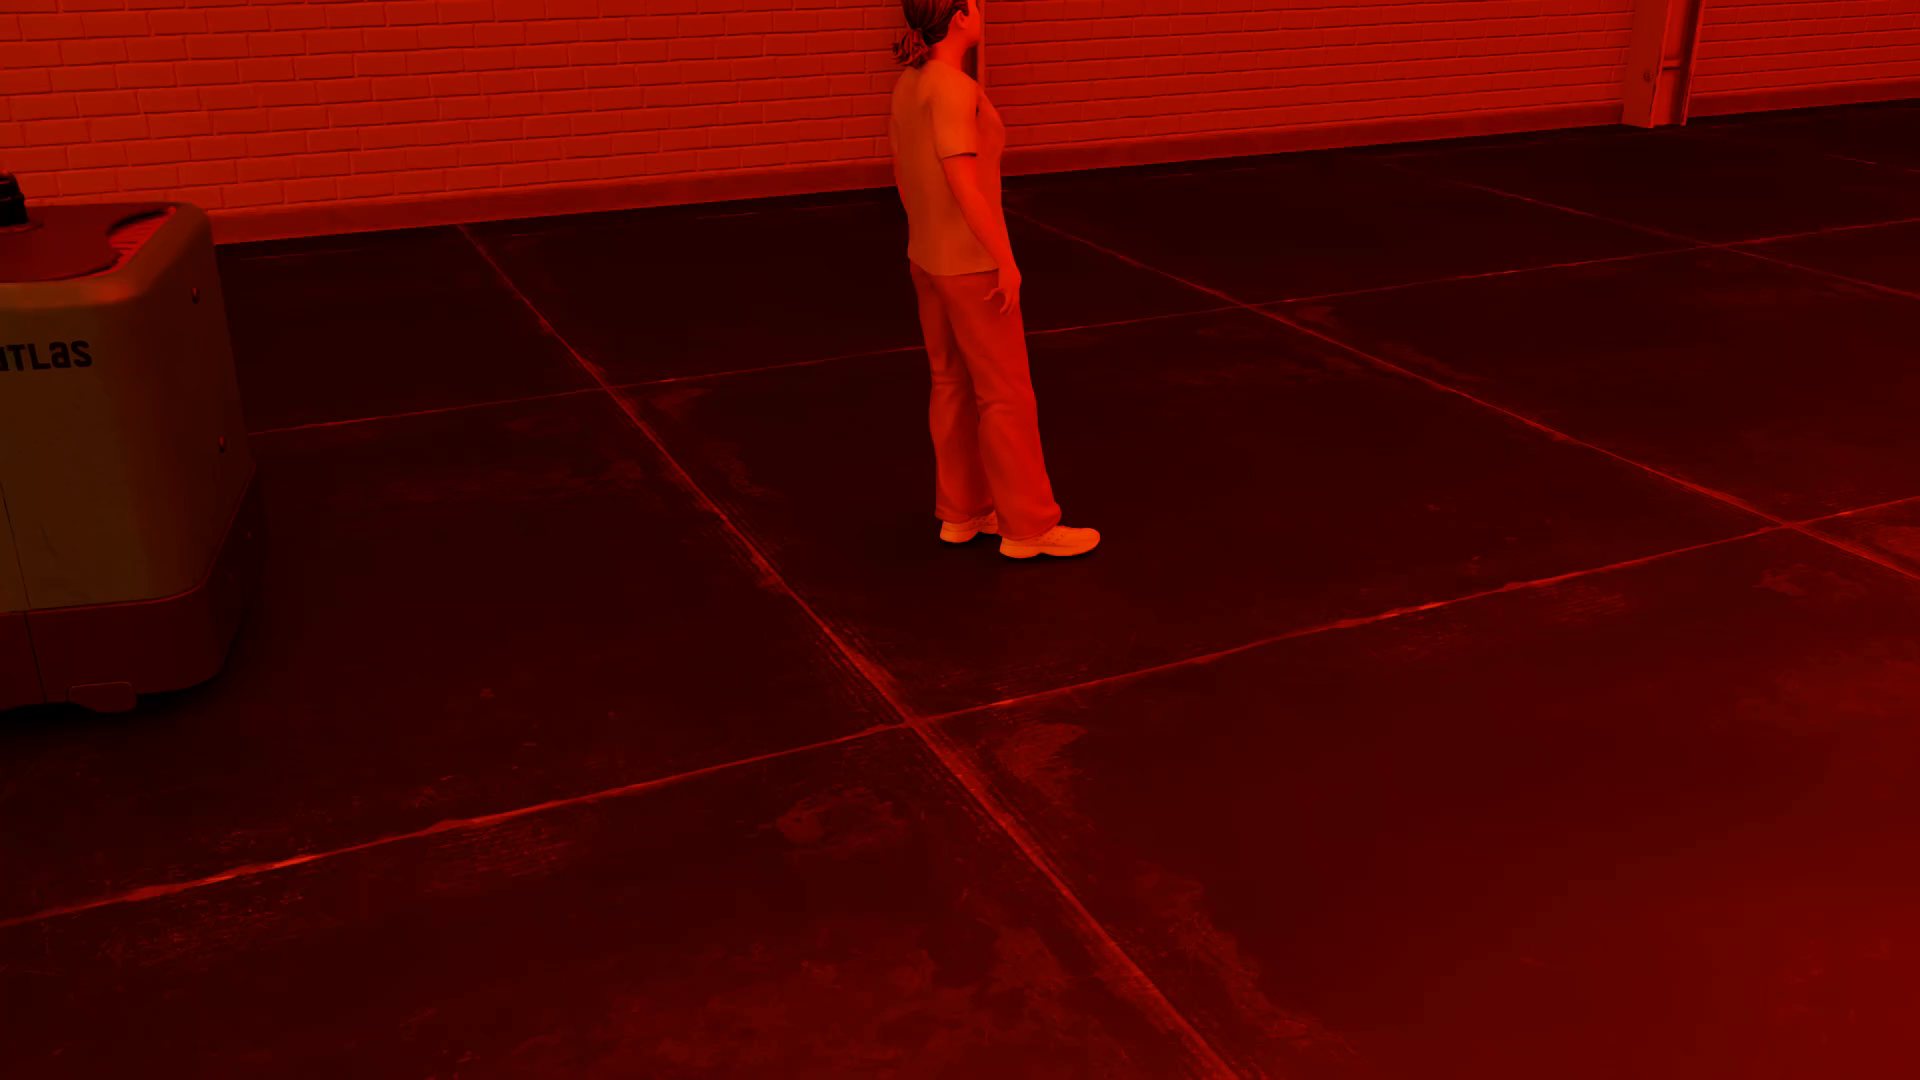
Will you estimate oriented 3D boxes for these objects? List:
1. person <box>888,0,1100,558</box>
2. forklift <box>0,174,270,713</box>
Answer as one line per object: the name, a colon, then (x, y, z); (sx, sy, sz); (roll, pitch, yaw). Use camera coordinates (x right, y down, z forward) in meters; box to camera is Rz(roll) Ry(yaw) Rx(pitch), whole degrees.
person: (0.072, -0.789, 4.802); (0.548, 1.673, 0.553); (-10, 25, -23)
forklift: (-3.411, -0.989, 3.667); (3.031, 2.935, 1.130); (-5, 23, -12)
